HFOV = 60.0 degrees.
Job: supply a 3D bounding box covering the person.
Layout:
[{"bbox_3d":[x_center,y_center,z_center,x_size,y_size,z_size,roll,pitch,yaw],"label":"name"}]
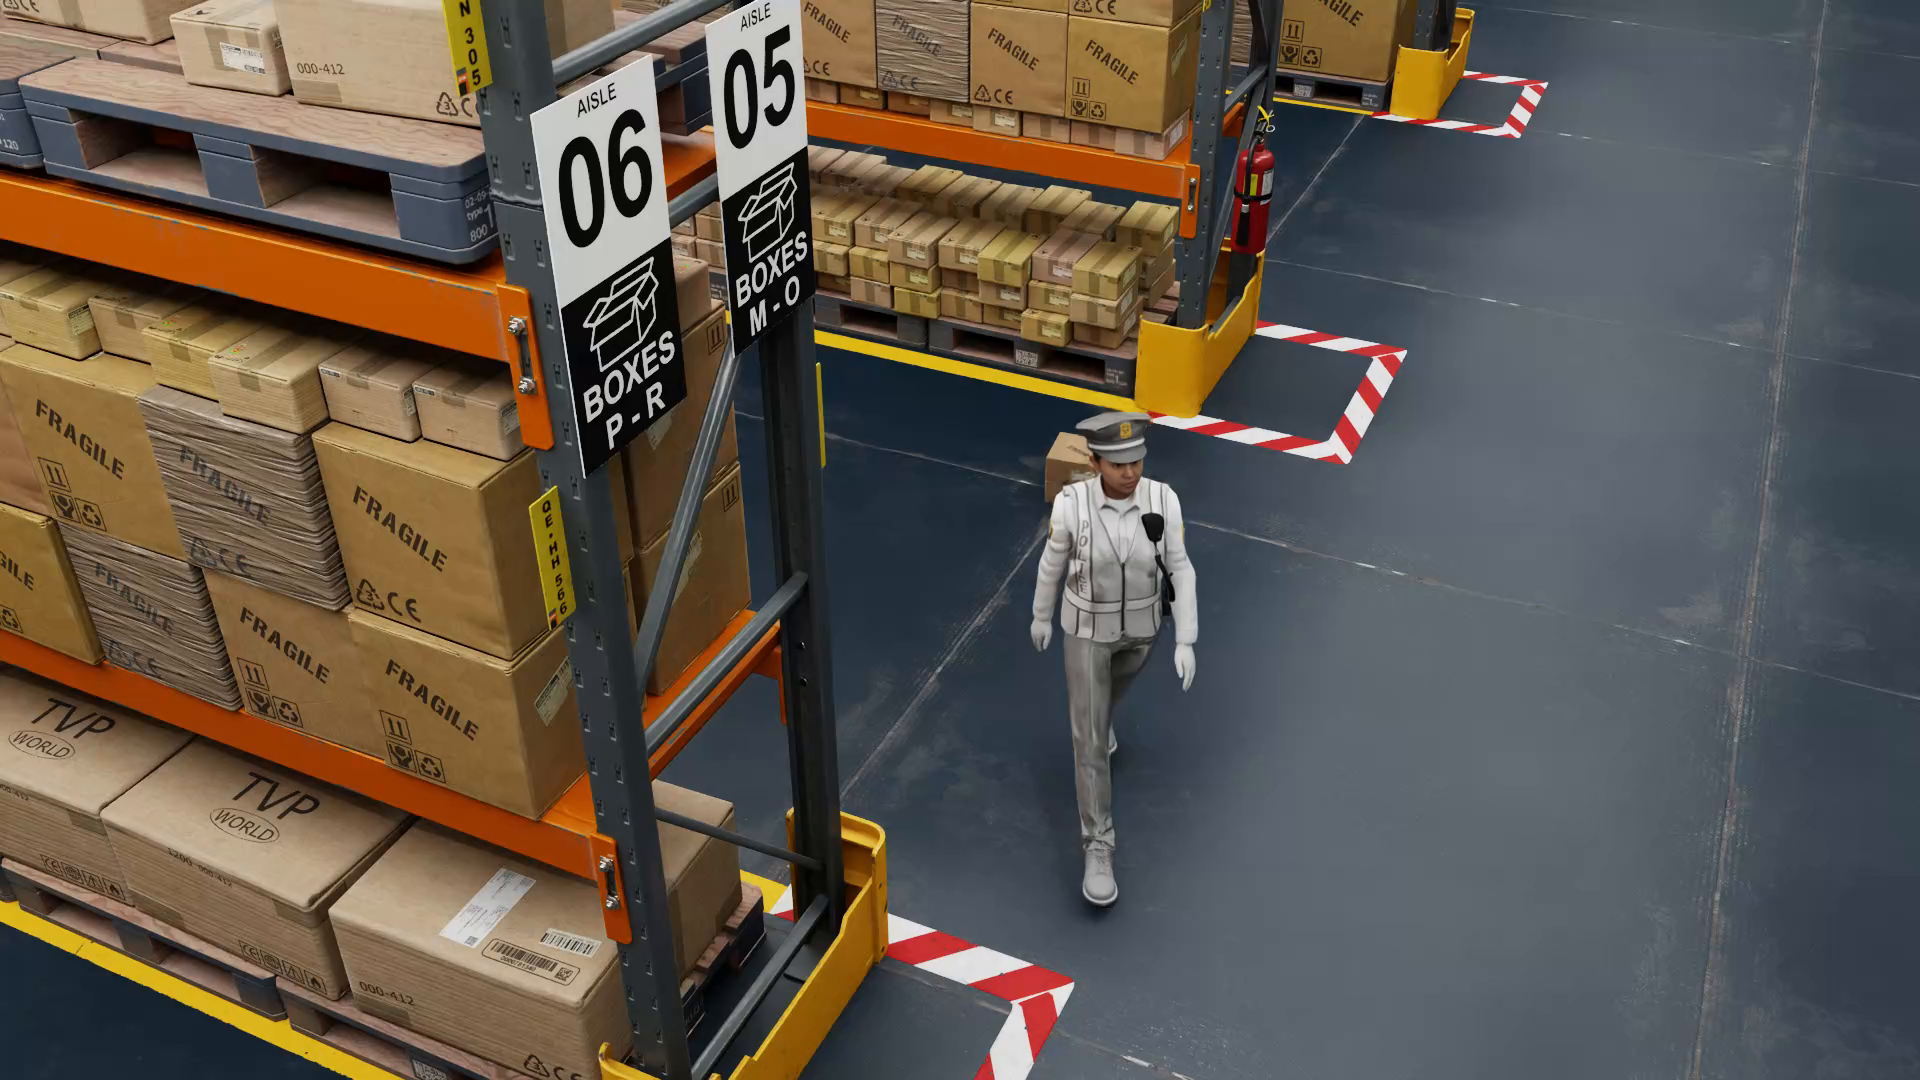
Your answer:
[{"bbox_3d":[0.542,0.303,5.645,0.513,1.619,1.029,-6,34,-9],"label":"person"}]
